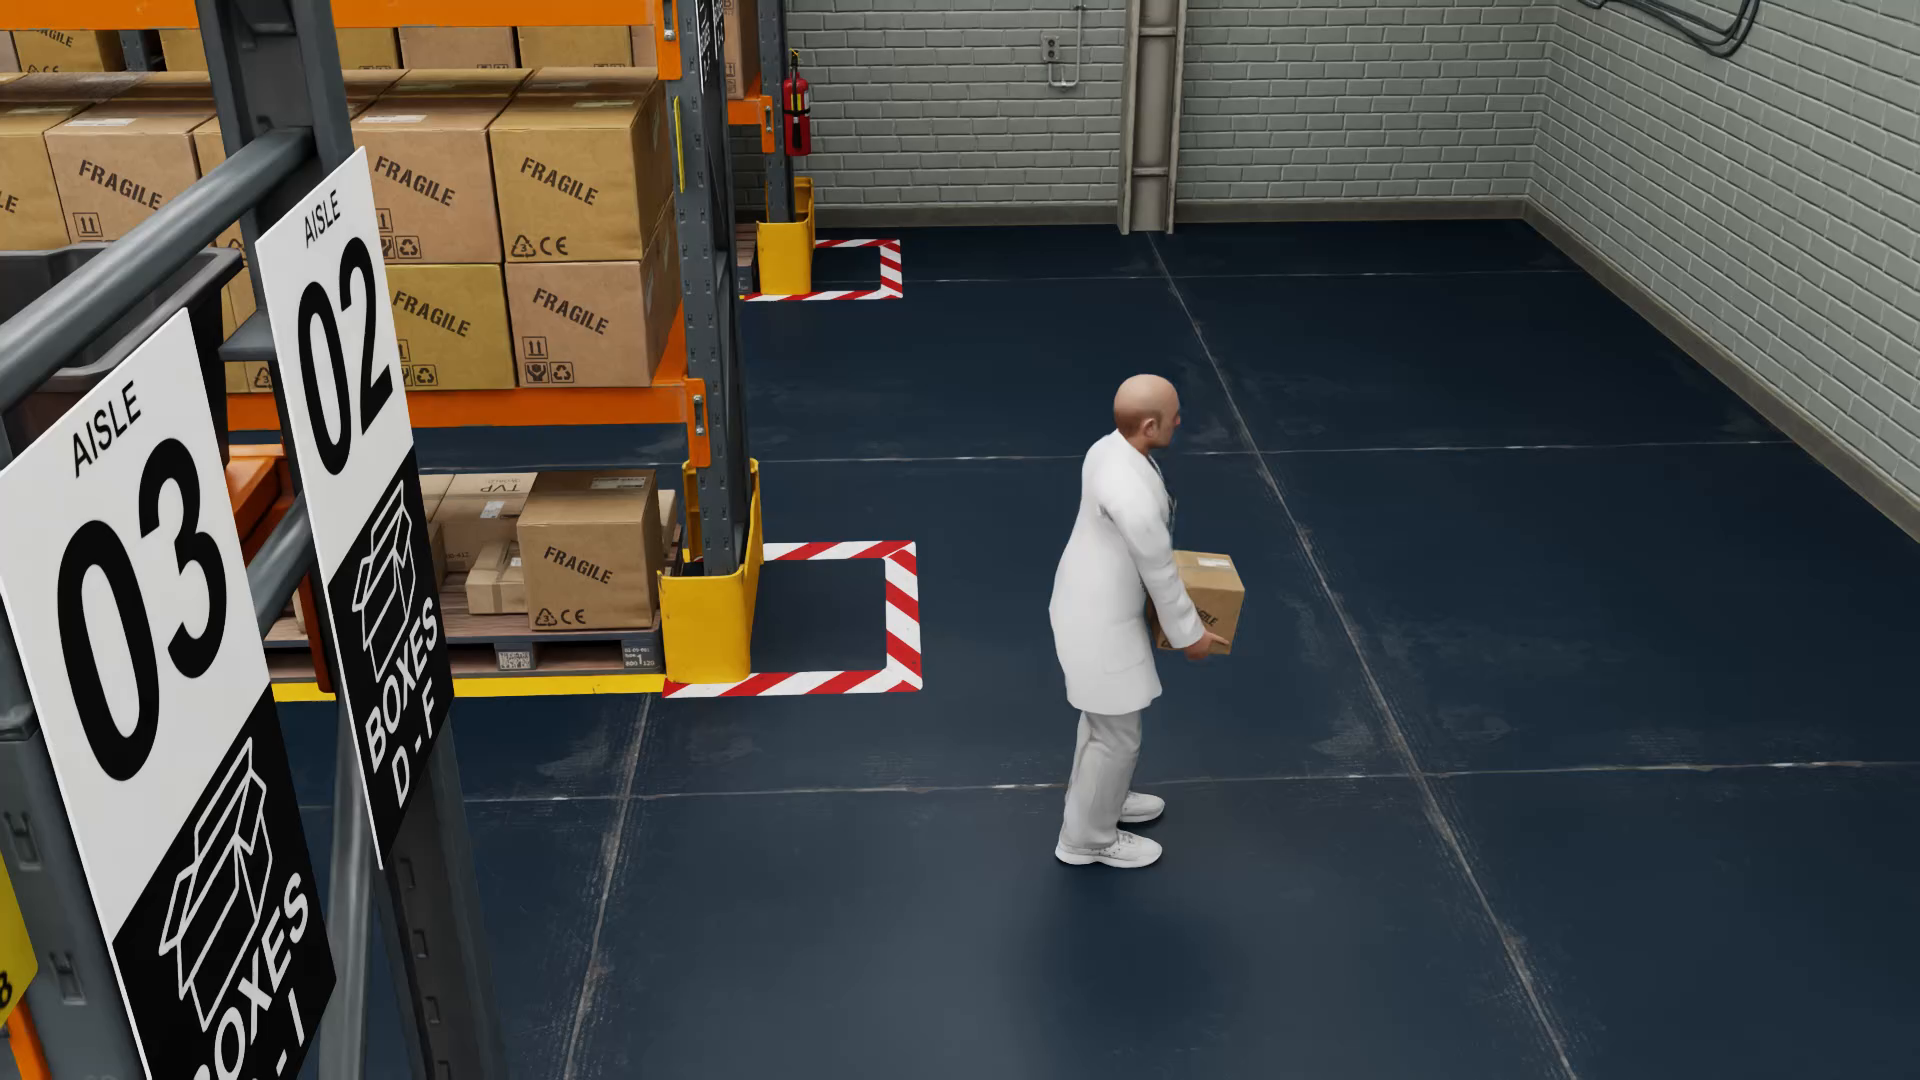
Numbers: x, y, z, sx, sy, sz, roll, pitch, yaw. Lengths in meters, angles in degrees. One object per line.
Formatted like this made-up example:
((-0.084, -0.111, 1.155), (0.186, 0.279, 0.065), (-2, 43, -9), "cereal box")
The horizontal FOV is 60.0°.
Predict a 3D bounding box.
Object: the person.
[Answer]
((0.594, 0.279, 5.607), (0.582, 1.770, 0.529), (-2, 27, -4), "person")
